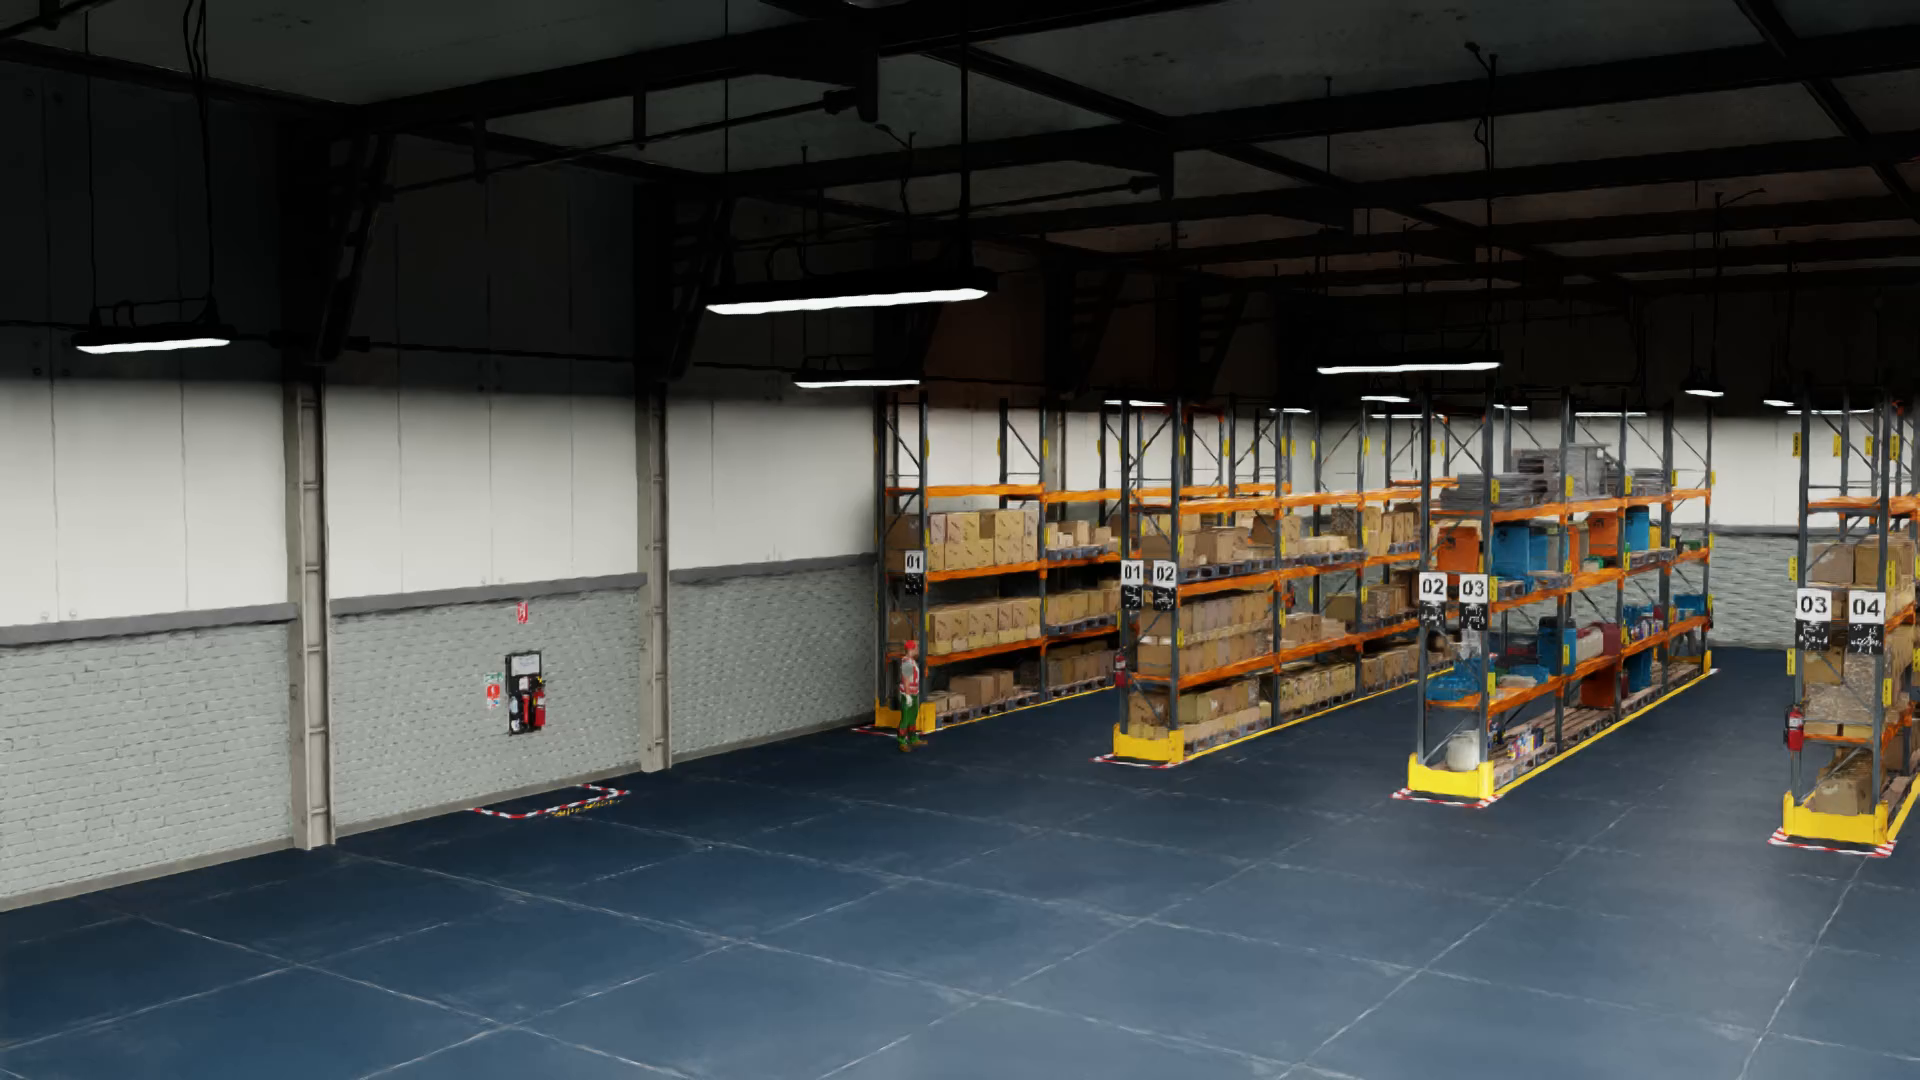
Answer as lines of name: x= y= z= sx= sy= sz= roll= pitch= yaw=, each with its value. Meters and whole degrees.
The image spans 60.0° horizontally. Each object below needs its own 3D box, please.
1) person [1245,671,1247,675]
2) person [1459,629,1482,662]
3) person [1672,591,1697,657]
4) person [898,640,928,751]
person: x=6.079 y=2.217 z=36.431 sx=0.566 sy=1.541 sz=0.519 roll=2 pitch=4 yaw=31
person: x=10.687 y=2.205 z=34.760 sx=0.564 sy=1.736 sz=1.044 roll=2 pitch=4 yaw=33
person: x=16.963 y=2.012 z=38.810 sx=0.675 sy=1.651 sz=0.521 roll=-1 pitch=3 yaw=-25
person: x=-0.784 y=2.558 z=27.554 sx=0.468 sy=1.794 sz=0.625 roll=0 pitch=3 yaw=7
